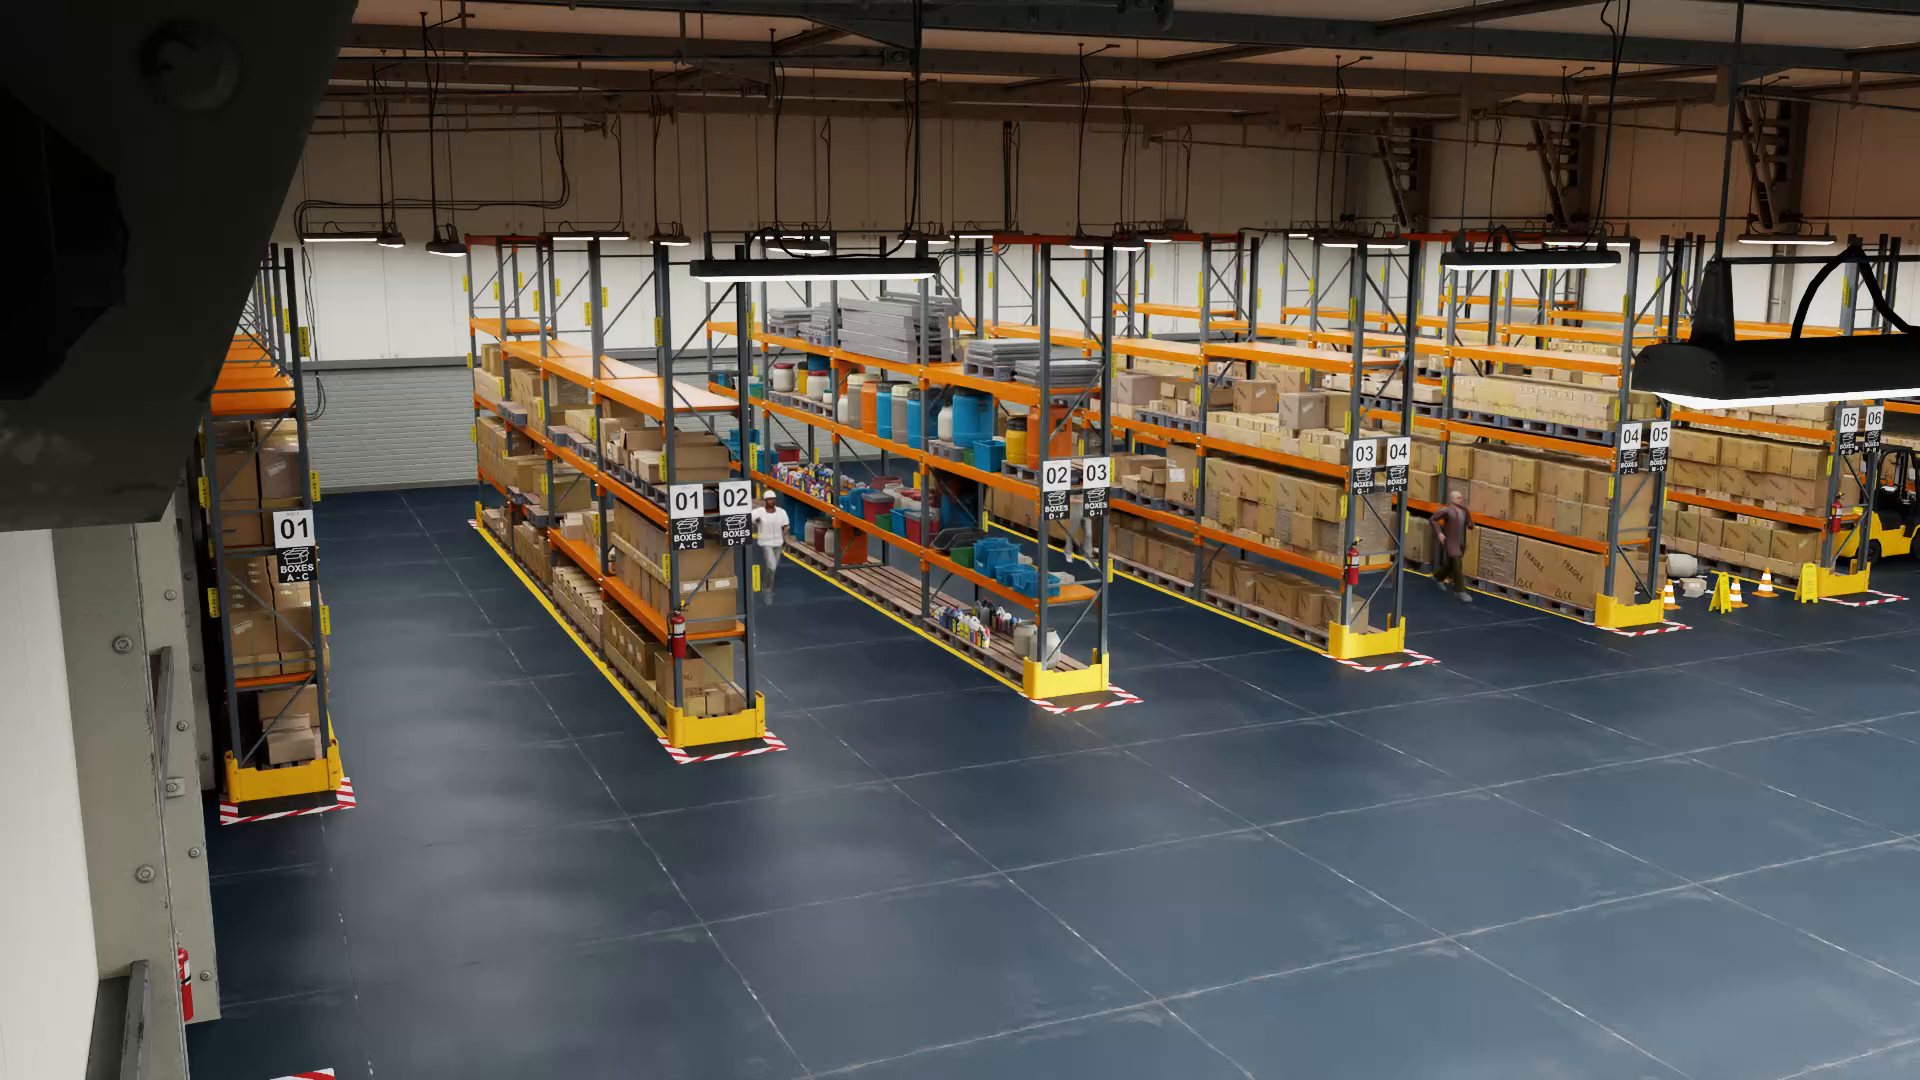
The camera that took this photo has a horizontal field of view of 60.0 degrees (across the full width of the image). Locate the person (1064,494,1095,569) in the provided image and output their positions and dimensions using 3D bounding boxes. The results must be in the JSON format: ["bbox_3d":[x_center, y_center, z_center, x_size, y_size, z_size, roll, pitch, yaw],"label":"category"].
[{"bbox_3d":[2.105,-0.406,29.237,0.566,1.737,0.776,-7,13,-30],"label":"person"}]

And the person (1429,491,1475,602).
[{"bbox_3d":[8.314,0.068,27.981,0.695,1.769,1.046,-7,13,-30],"label":"person"}]

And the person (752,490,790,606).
[{"bbox_3d":[-2.999,0.125,26.461,0.677,1.841,0.699,-8,13,-35],"label":"person"}]
